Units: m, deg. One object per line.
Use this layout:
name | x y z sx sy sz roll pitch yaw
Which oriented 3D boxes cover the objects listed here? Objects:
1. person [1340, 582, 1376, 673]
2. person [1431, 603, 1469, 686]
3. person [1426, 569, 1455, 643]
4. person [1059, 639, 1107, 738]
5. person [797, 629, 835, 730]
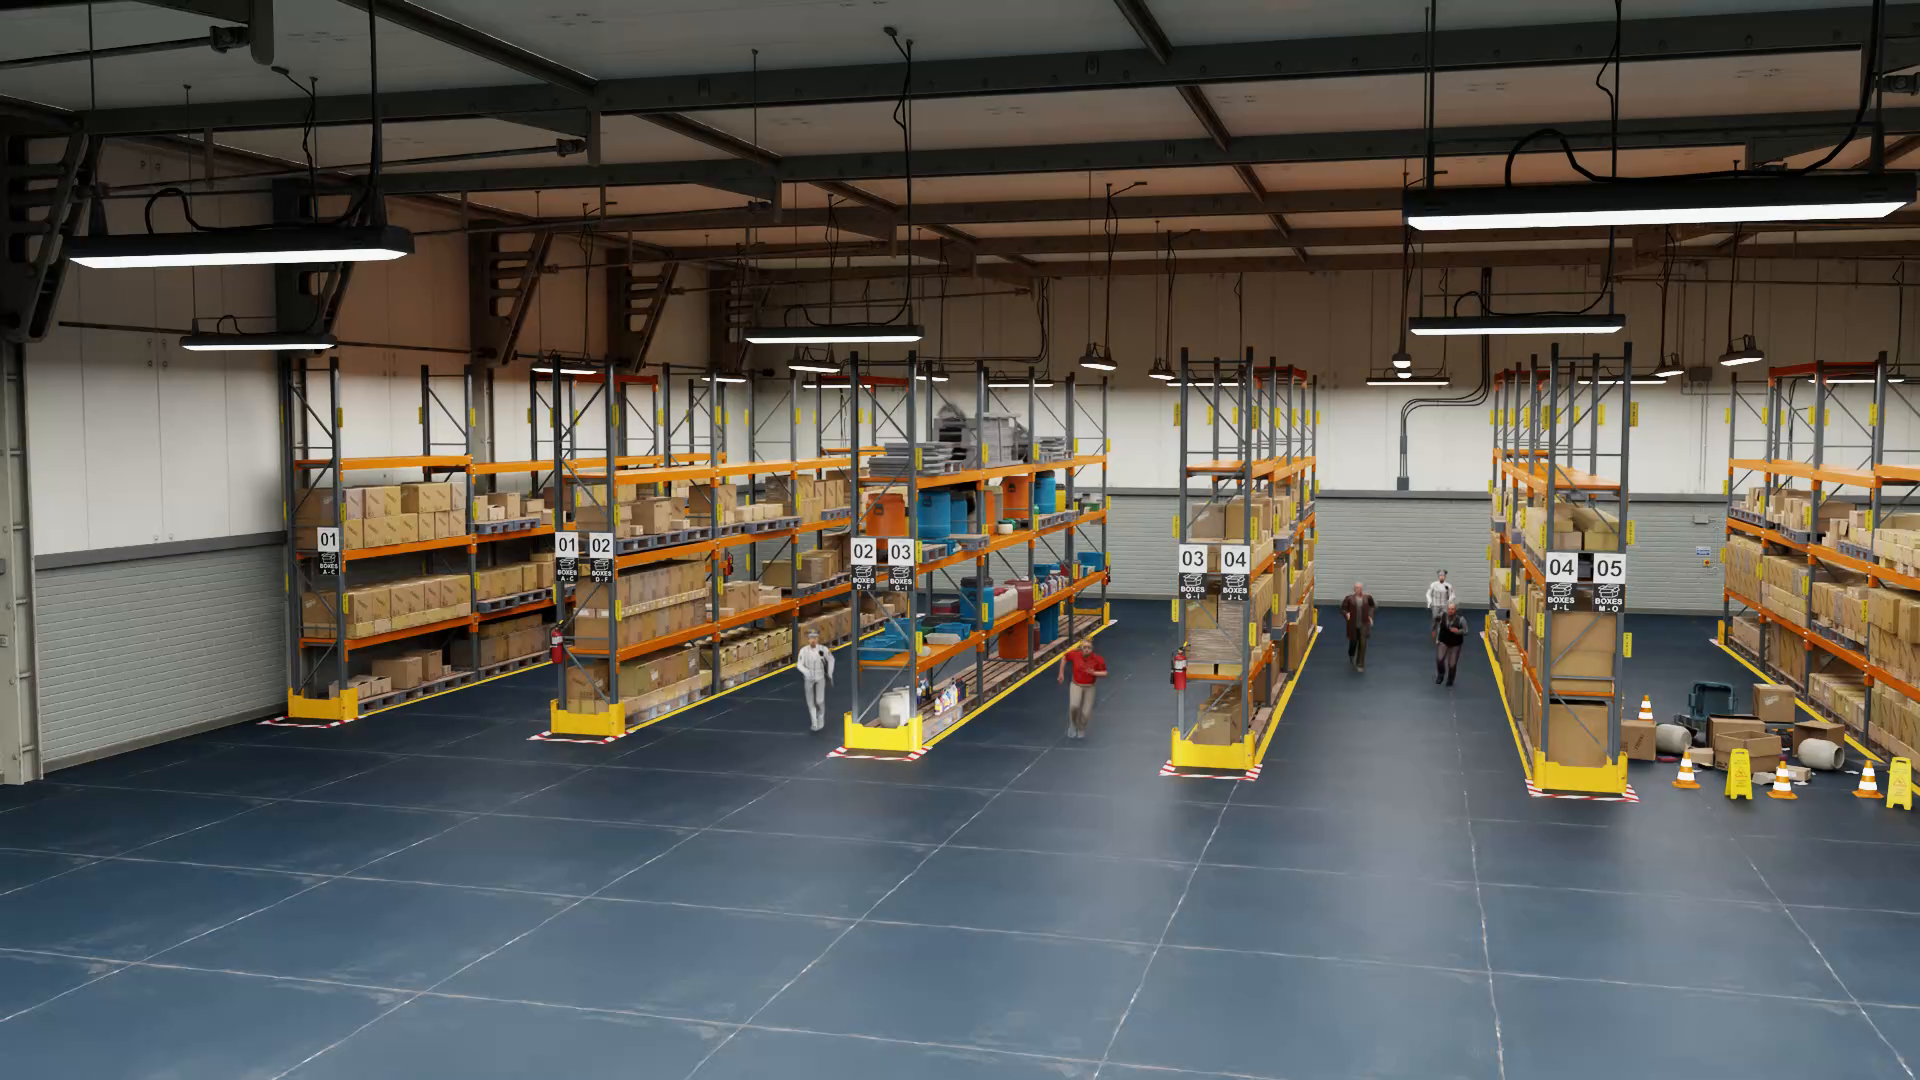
person | 7.884 1.701 32.946 0.695 1.763 0.991 1 4 8
person | 9.115 1.954 30.964 0.712 1.619 0.804 2 4 21
person | 10.686 1.474 36.978 0.617 1.660 0.556 1 4 16
person | 1.914 2.321 25.919 0.727 1.610 0.827 0 4 0
person | -2.299 2.225 26.437 0.584 1.648 0.691 0 4 0
